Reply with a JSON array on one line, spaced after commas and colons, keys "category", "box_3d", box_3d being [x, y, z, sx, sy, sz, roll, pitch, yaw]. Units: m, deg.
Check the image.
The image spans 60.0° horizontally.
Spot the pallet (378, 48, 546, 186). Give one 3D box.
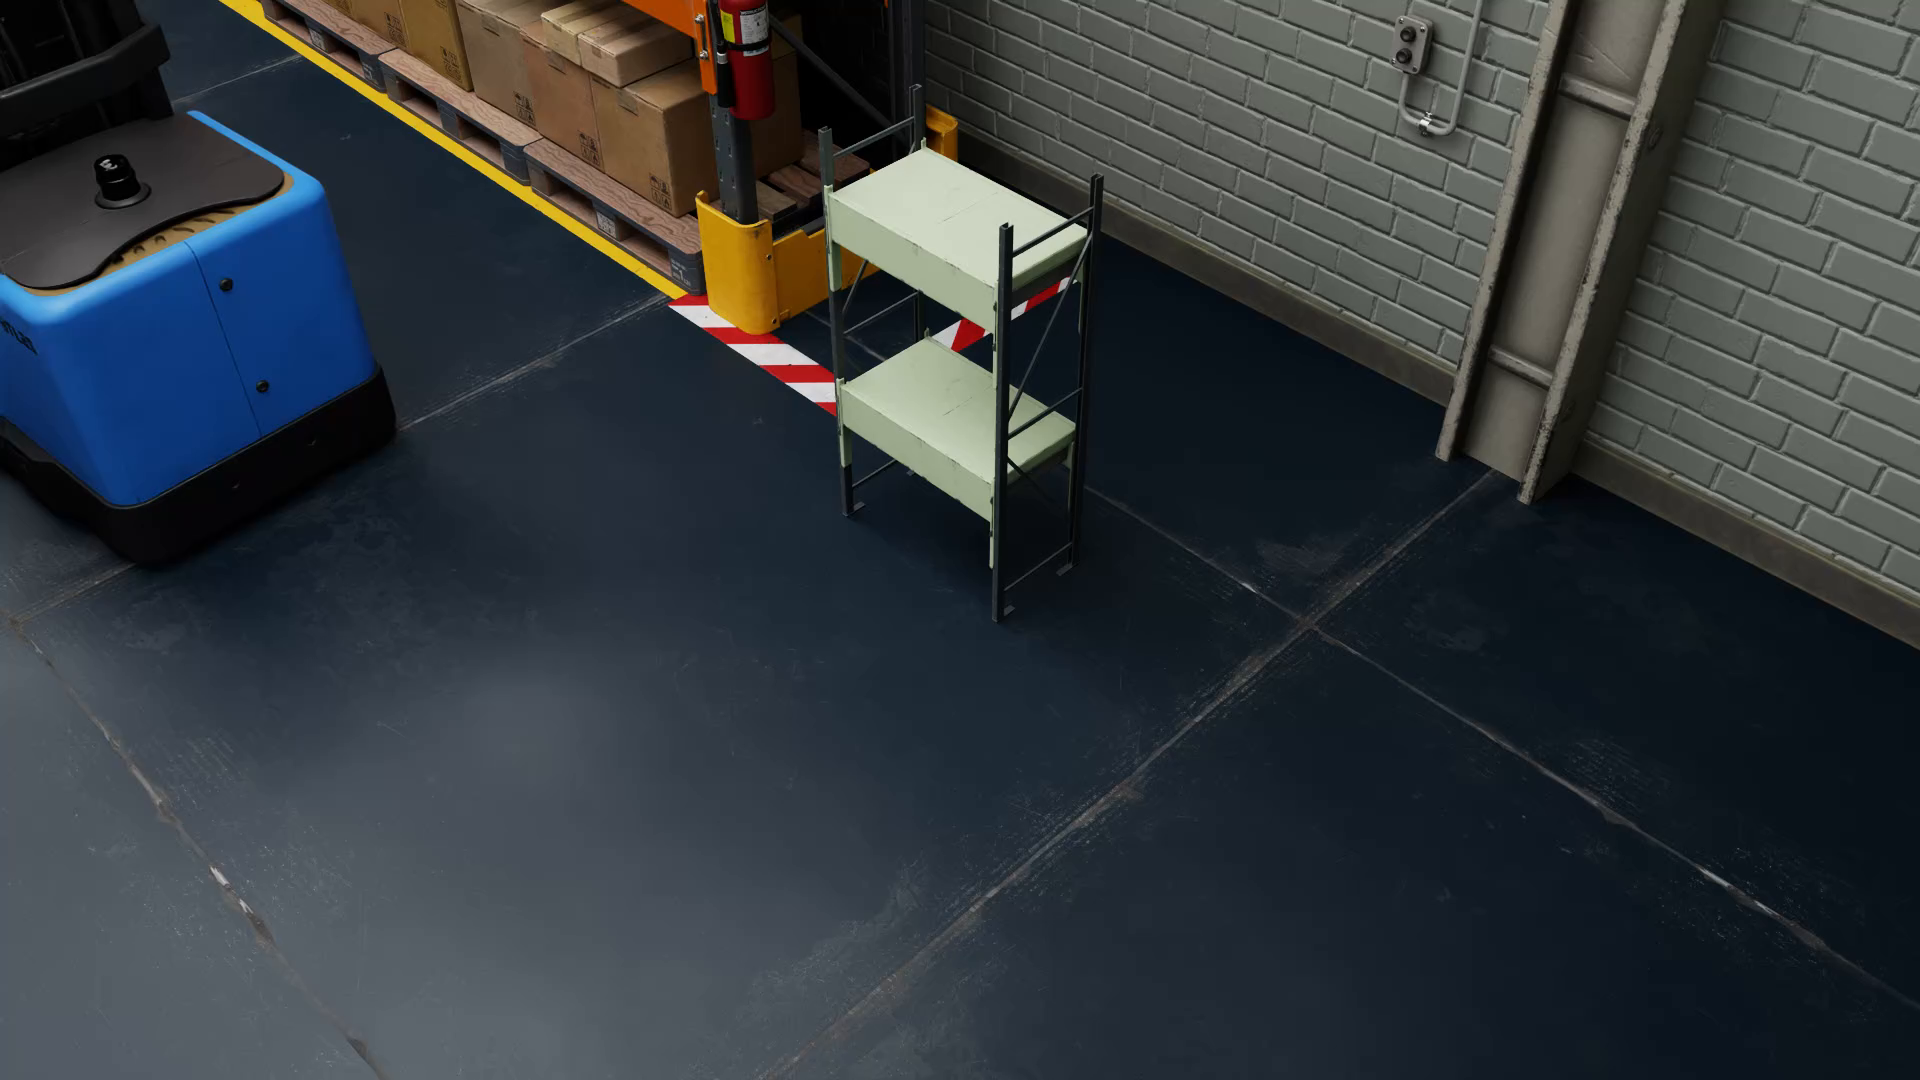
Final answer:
[{"category": "pallet", "box_3d": [-2.012, -2.182, 7.956, 1.003, 0.211, 1.213, -34, 53, -31]}]

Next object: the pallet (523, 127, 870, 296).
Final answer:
[{"category": "pallet", "box_3d": [-1.155, -1.596, 7.322, 1.003, 0.211, 1.213, -34, 53, -31]}]

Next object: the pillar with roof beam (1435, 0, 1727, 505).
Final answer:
[{"category": "pillar with roof beam", "box_3d": [-1.064, -1.531, 0.776, 9.100, 9.000, 0.400, -34, 53, -31]}]

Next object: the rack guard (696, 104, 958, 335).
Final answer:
[{"category": "rack guard", "box_3d": [-0.518, -1.344, 6.836, 1.175, 0.500, 0.348, -34, 53, -31]}]

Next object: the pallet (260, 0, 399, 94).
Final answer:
[{"category": "pallet", "box_3d": [-2.878, -2.769, 8.591, 1.003, 0.211, 1.213, -34, 53, -31]}]

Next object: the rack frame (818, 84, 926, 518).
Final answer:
[{"category": "rack frame", "box_3d": [-0.263, -0.730, 5.435, 0.400, 1.500, 0.023, -34, 53, -31]}]

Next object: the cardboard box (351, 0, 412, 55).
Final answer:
[{"category": "cardboard box", "box_3d": [-2.552, -2.781, 8.081, 0.500, 0.500, 0.700, 34, 52, 31]}]

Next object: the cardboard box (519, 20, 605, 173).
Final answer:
[{"category": "cardboard box", "box_3d": [-1.453, -2.039, 7.279, 0.500, 0.500, 0.700, 34, 53, 31]}]

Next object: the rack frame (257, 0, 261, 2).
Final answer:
[{"category": "rack frame", "box_3d": [-3.360, -4.196, 8.080, 1.000, 3.000, 0.127, -34, 53, -31]}]

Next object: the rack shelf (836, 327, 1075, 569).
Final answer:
[{"category": "rack shelf", "box_3d": [-0.005, -0.315, 5.466, 0.431, 0.370, 0.720, -34, 53, -31]}]

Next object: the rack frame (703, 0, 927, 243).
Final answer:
[{"category": "rack frame", "box_3d": [-0.535, -2.274, 6.000, 1.000, 3.000, 0.127, -34, 53, -31]}]

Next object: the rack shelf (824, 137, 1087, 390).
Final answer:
[{"category": "rack shelf", "box_3d": [-0.005, -0.841, 4.980, 0.431, 0.370, 0.720, -34, 53, -31]}]

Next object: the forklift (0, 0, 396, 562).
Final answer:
[{"category": "forklift", "box_3d": [-3.526, -1.854, 5.596, 3.031, 2.935, 1.130, 30, 50, 28]}]

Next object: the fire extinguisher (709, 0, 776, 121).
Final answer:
[{"category": "fire extinguisher", "box_3d": [-0.755, -1.815, 5.836, 0.296, 0.674, 0.183, -34, 53, -31]}]

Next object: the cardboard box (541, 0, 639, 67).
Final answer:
[{"category": "cardboard box", "box_3d": [-1.501, -2.133, 6.903, 0.380, 0.149, 0.250, -33, 52, -30]}]

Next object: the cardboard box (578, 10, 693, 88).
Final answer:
[{"category": "cardboard box", "box_3d": [-1.320, -2.011, 6.771, 0.250, 0.149, 0.380, 34, 52, 31]}]

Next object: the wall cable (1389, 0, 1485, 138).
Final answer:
[{"category": "wall cable", "box_3d": [1.039, -2.485, 5.480, 0.084, 1.984, 1.851, -34, 53, -31]}]

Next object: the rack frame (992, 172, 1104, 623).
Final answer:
[{"category": "rack frame", "box_3d": [0.254, -0.378, 5.054, 0.400, 1.500, 0.023, -34, 53, -31]}]

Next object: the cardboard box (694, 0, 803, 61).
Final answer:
[{"category": "cardboard box", "box_3d": [-0.870, -2.072, 6.837, 0.380, 0.149, 0.250, -34, 52, -31]}]

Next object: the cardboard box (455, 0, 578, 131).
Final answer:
[{"category": "cardboard box", "box_3d": [-1.809, -2.280, 7.540, 0.500, 0.500, 0.700, 32, 52, 30]}]

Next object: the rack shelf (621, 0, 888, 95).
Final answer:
[{"category": "rack shelf", "box_3d": [-1.947, -2.971, 7.285, 1.077, 0.370, 4.000, -34, 53, -31]}]

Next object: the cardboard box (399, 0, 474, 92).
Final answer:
[{"category": "cardboard box", "box_3d": [-2.191, -2.533, 7.813, 0.700, 0.500, 0.500, -33, 52, -30]}]

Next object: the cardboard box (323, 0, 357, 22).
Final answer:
[{"category": "cardboard box", "box_3d": [-2.904, -3.024, 8.344, 0.700, 0.500, 0.500, -33, 52, -31]}]

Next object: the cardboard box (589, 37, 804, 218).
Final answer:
[{"category": "cardboard box", "box_3d": [-1.100, -1.798, 7.018, 0.700, 0.500, 0.500, -34, 53, -31]}]

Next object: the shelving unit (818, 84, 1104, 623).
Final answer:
[{"category": "shelving unit", "box_3d": [-0.005, -0.554, 5.244, 0.431, 1.500, 0.755, -34, 53, -31]}]
